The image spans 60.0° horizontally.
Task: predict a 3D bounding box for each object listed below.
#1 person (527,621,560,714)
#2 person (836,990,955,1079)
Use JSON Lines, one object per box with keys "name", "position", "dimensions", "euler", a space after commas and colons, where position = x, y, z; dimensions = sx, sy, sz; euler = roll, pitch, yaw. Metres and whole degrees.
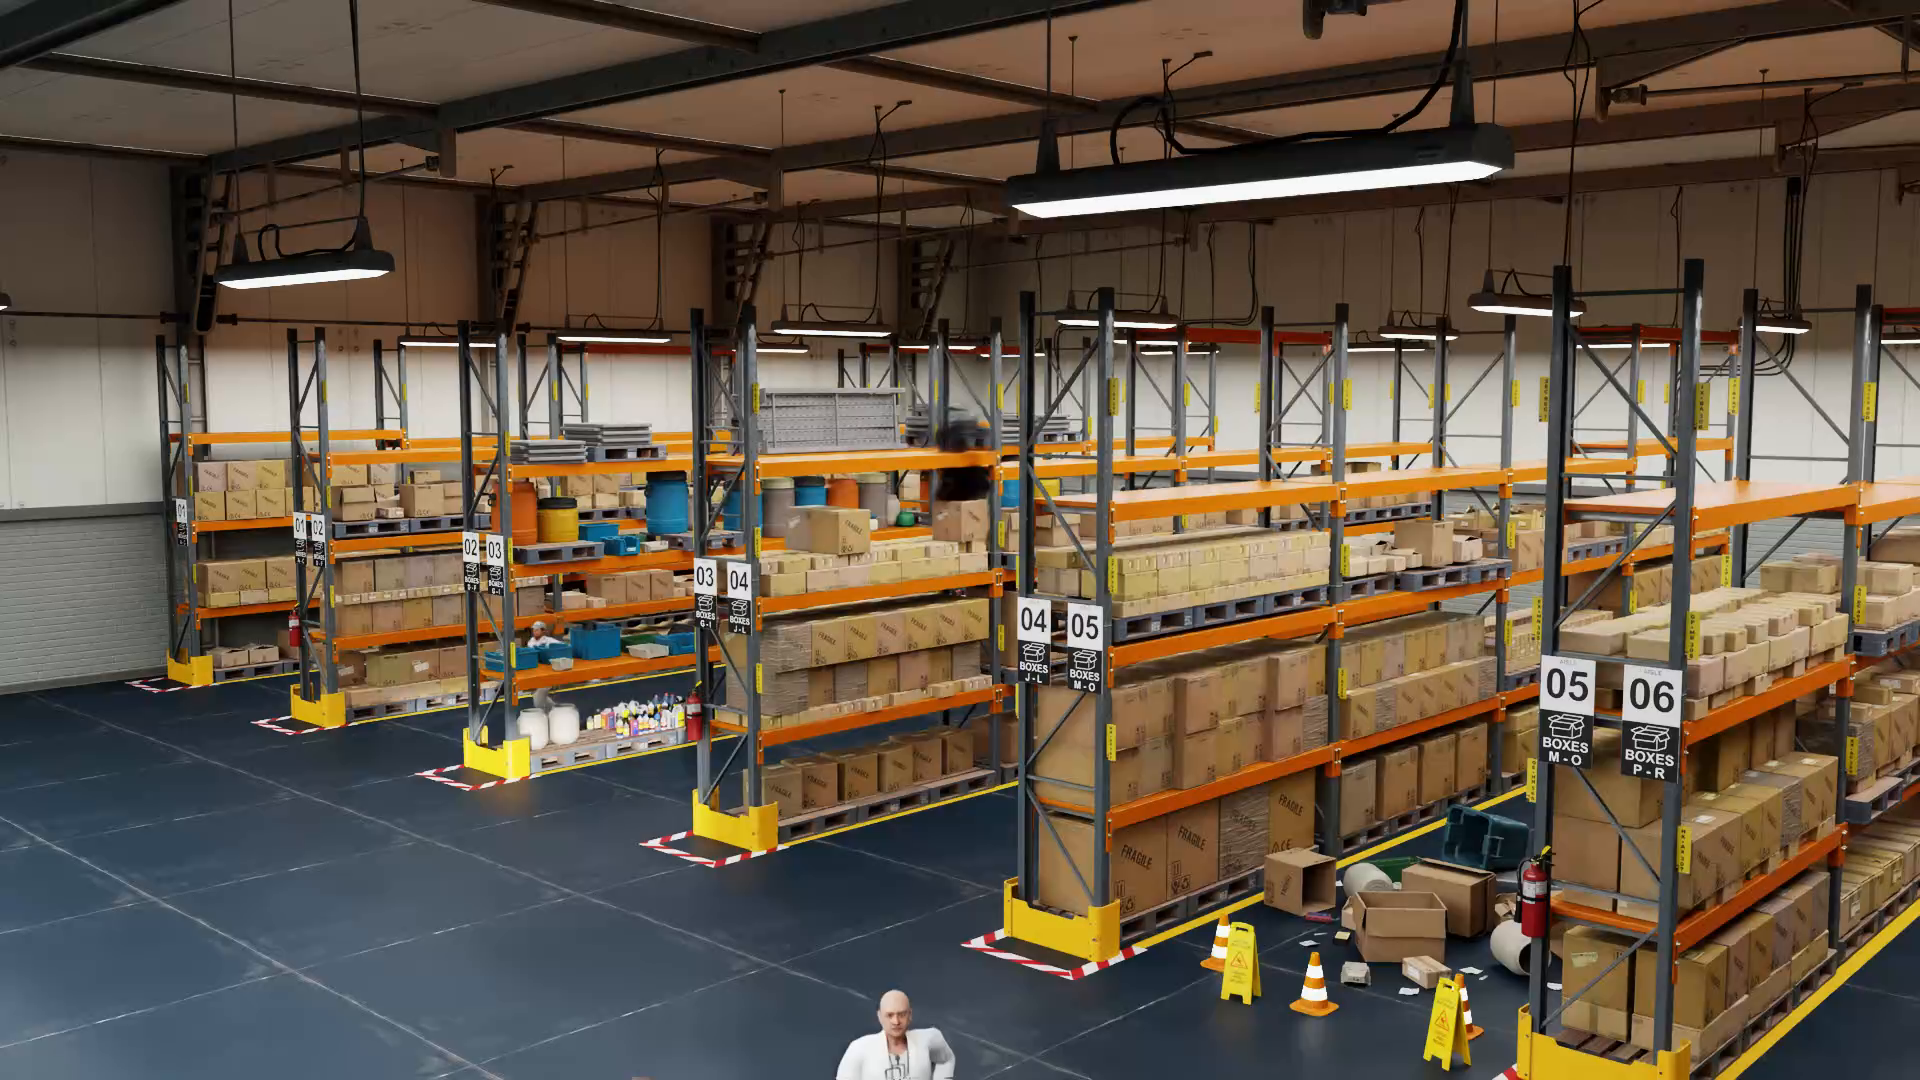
{"name": "person", "position": [-6.151, 2.040, 24.510], "dimensions": [0.593, 1.722, 0.816], "euler": [3, 6, 33]}
{"name": "person", "position": [-0.359, 3.389, 9.291], "dimensions": [0.710, 1.781, 1.049], "euler": [-1, 5, -6]}
